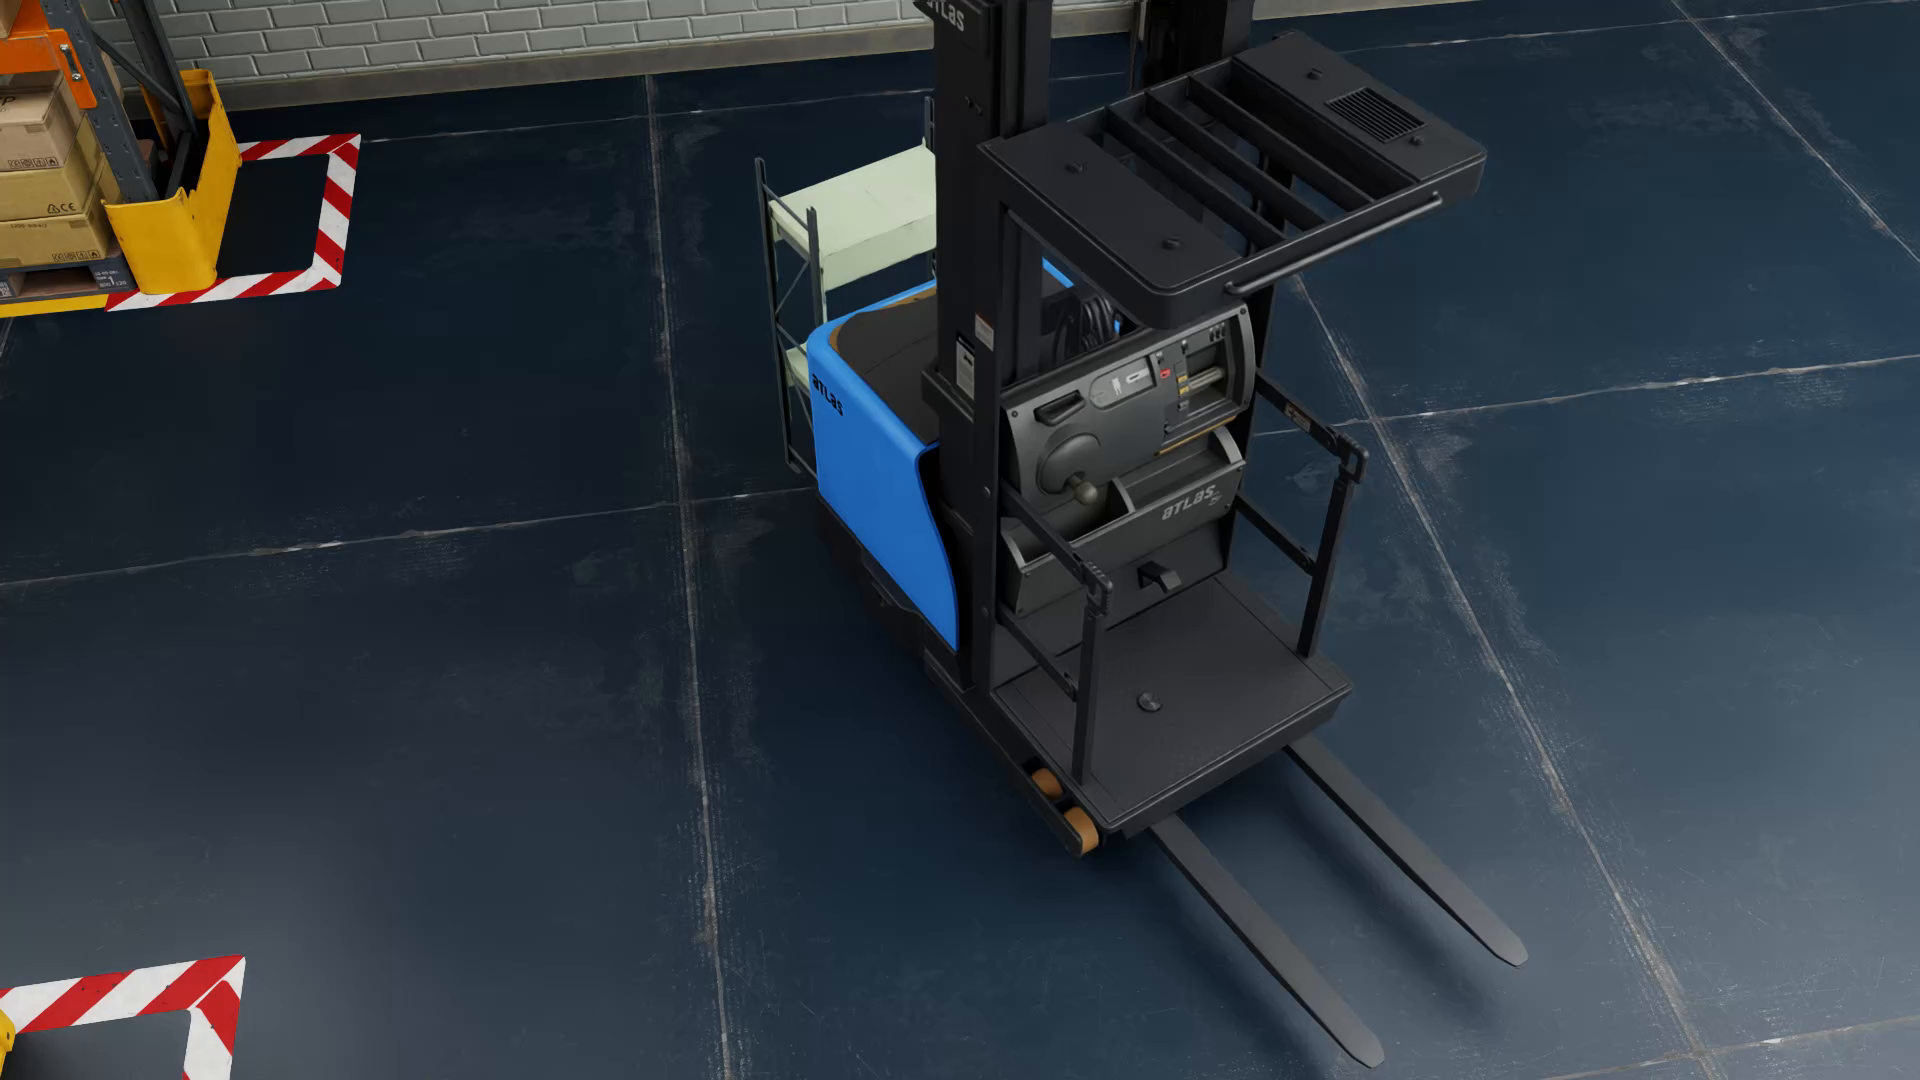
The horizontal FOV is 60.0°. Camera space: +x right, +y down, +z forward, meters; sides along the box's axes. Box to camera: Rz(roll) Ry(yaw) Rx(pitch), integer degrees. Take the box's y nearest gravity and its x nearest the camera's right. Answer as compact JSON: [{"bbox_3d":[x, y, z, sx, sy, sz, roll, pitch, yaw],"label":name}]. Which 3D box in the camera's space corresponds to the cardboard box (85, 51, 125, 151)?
[{"bbox_3d":[-4.338,-2.078,7.940,0.500,0.250,0.500,-6,46,-6],"label":"cardboard box"}]

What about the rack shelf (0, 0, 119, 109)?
[{"bbox_3d":[-5.810,-2.128,7.217,4.000,0.370,1.077,-7,46,-7],"label":"rack shelf"}]

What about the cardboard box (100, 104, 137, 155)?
[{"bbox_3d":[-4.356,-1.894,8.109,0.500,0.250,0.500,-7,46,-7],"label":"cardboard box"}]

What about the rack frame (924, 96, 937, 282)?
[{"bbox_3d":[-0.014,-1.035,6.705,0.023,1.500,0.400,-26,51,-23],"label":"rack frame"}]

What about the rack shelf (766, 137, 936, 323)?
[{"bbox_3d":[-0.317,-1.157,6.282,0.720,0.370,0.431,-26,51,-23],"label":"rack shelf"}]

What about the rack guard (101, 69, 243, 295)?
[{"bbox_3d":[-3.815,-1.759,8.098,0.348,0.500,1.175,-7,46,-7],"label":"rack guard"}]

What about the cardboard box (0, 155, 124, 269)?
[{"bbox_3d":[-4.248,-1.533,7.762,0.500,0.250,0.500,-7,46,-7],"label":"cardboard box"}]

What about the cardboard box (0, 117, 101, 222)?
[{"bbox_3d":[-4.265,-1.707,7.582,0.500,0.250,0.500,-8,47,-7],"label":"cardboard box"}]

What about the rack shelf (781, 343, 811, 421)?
[{"bbox_3d":[-0.317,-0.660,6.797,0.720,0.370,0.431,-26,51,-23],"label":"rack shelf"}]

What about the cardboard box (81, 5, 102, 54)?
[{"bbox_3d":[-4.345,-2.237,7.746,0.500,0.250,0.500,-8,47,-7],"label":"cardboard box"}]

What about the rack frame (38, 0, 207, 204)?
[{"bbox_3d":[-3.839,-2.623,7.195,0.127,3.000,1.000,-7,46,-7],"label":"rack frame"}]

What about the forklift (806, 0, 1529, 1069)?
[{"bbox_3d":[0.661,-0.334,5.037,1.130,2.935,3.031,-26,51,-23],"label":"forklift"}]

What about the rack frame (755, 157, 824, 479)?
[{"bbox_3d":[-0.620,-0.739,6.420,0.023,1.500,0.400,-26,51,-23],"label":"rack frame"}]

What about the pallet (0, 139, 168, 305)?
[{"bbox_3d":[-4.585,-1.532,8.080,1.213,0.211,1.003,-7,46,-7],"label":"pallet"}]

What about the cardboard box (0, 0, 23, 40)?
[{"bbox_3d":[-4.279,-2.411,6.921,0.500,0.500,0.500,-8,47,-8],"label":"cardboard box"}]

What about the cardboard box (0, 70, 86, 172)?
[{"bbox_3d":[-4.239,-1.884,7.406,0.500,0.250,0.500,-6,46,-5],"label":"cardboard box"}]

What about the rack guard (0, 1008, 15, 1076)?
[{"bbox_3d":[-3.064,1.775,4.693,0.348,0.500,1.175,-7,46,-7],"label":"rack guard"}]

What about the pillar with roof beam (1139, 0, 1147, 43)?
[{"bbox_3d":[1.968,-2.941,3.335,0.400,9.000,9.100,-7,46,-7],"label":"pillar with roof beam"}]

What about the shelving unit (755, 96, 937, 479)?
[{"bbox_3d":[-0.317,-0.887,6.563,0.755,1.500,0.431,-26,51,-23],"label":"shelving unit"}]
